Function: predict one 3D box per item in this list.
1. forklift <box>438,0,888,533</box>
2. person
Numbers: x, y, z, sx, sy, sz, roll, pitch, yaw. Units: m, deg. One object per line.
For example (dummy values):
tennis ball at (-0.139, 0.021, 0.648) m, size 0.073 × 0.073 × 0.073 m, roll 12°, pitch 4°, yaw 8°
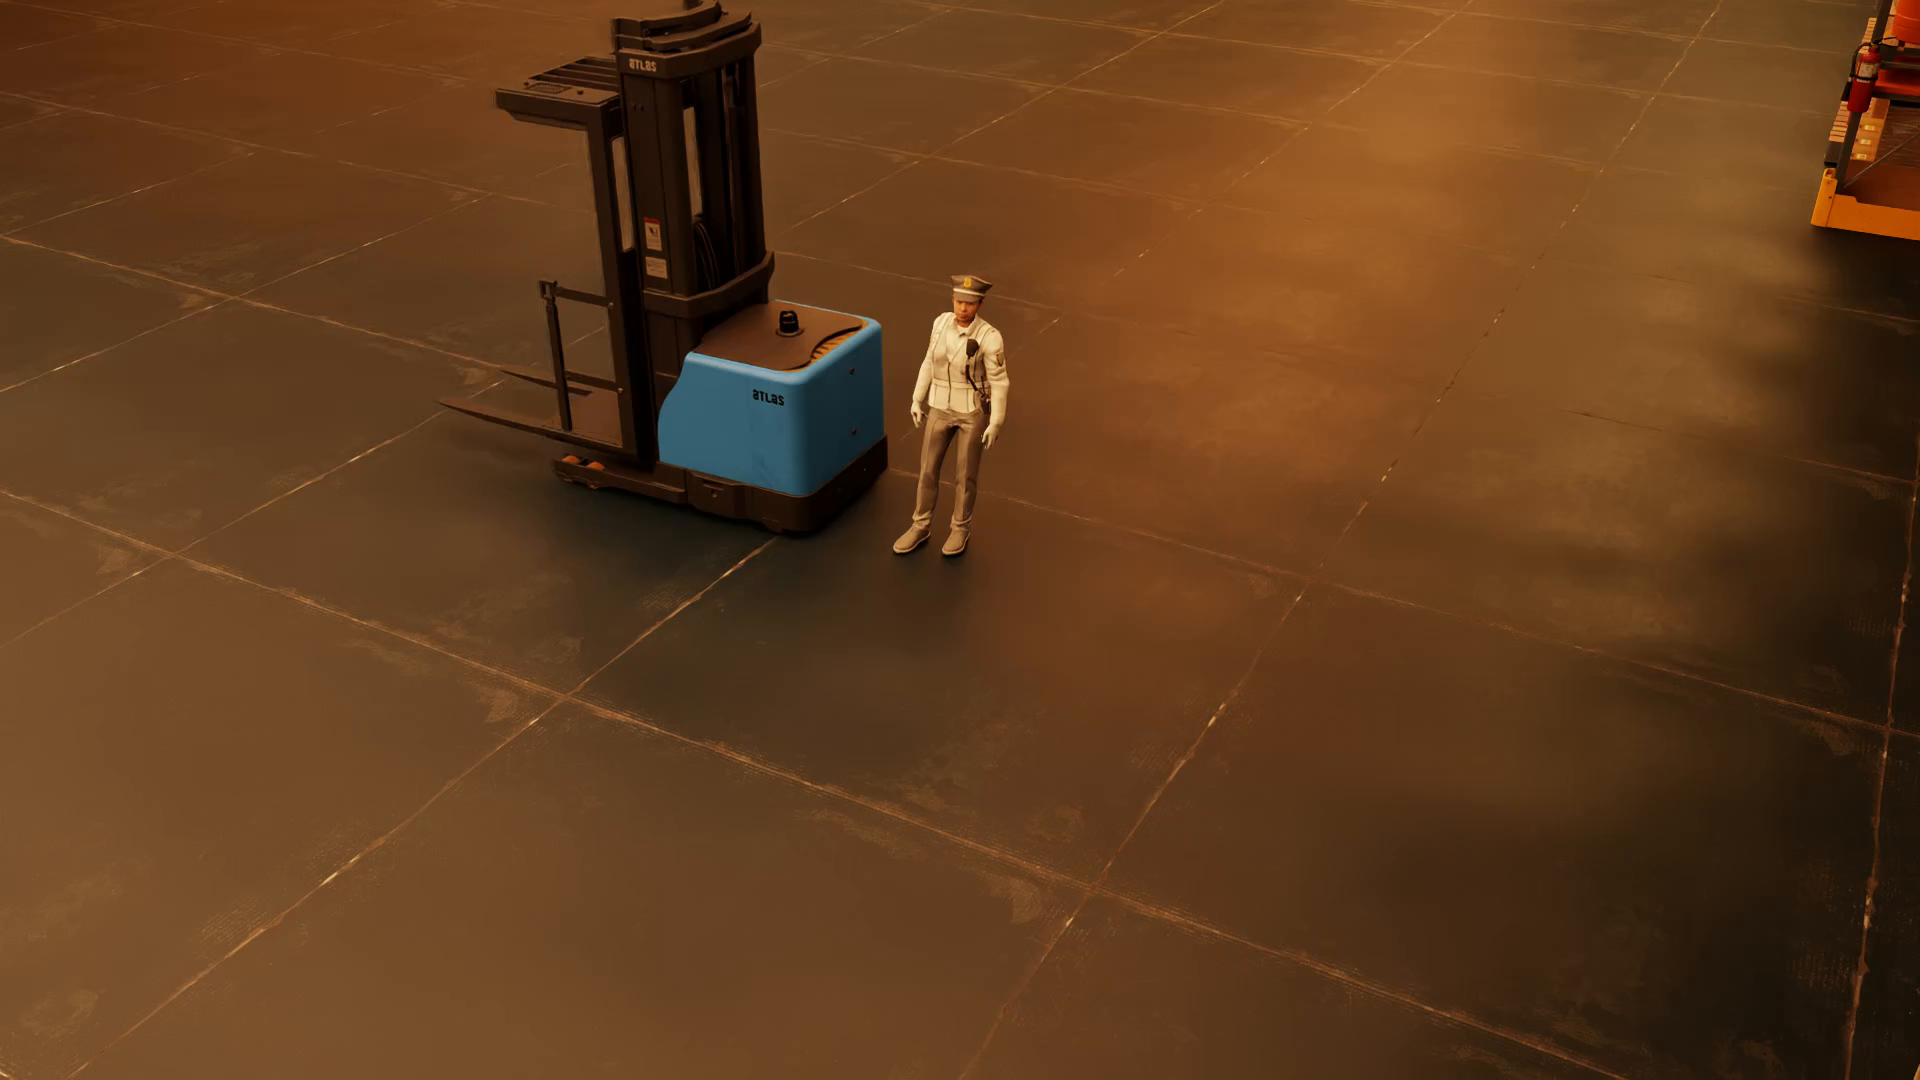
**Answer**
forklift at (-2.014, -1.814, 10.213) m, size 3.031 × 2.935 × 1.130 m, roll 14°, pitch 33°, yaw 23°
person at (-0.037, -0.708, 9.525) m, size 0.602 × 1.693 × 0.509 m, roll 14°, pitch 33°, yaw 23°
